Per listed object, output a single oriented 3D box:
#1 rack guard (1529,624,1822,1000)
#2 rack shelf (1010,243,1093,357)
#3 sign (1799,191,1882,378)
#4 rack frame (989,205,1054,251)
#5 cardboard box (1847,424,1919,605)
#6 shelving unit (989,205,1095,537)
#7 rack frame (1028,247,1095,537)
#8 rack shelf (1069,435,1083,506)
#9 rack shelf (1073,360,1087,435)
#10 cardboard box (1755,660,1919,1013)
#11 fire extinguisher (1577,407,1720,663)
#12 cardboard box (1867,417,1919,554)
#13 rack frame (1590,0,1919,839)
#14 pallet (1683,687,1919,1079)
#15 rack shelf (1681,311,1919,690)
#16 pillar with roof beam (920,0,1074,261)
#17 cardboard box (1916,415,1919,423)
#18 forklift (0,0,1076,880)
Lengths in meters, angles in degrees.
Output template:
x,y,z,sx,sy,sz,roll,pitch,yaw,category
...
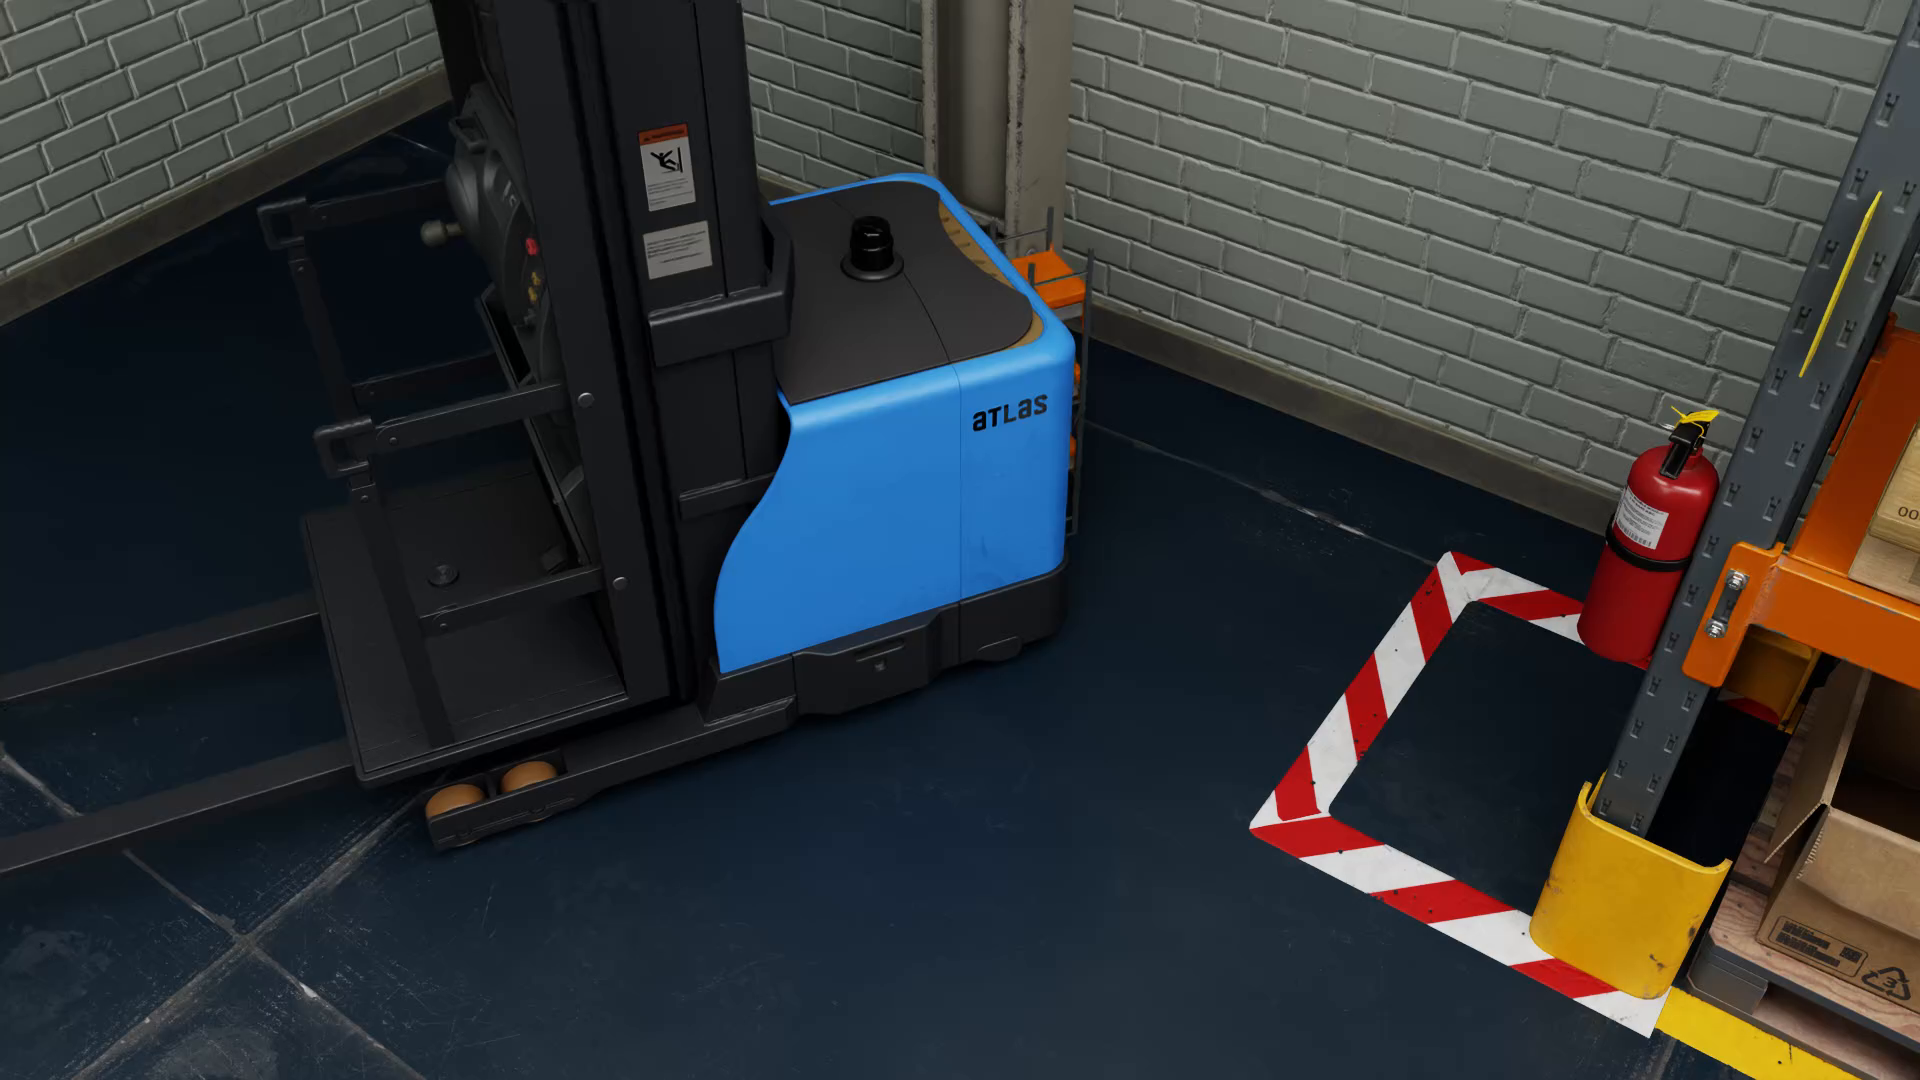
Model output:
x,y,z,sx,sy,sz,roll,pitch,yaw,category
1.873,0.555,4.255,0.348,0.500,1.175,25,48,25,rack guard
0.227,-0.663,4.794,0.215,0.259,0.240,-17,45,-18,rack shelf
1.499,-0.432,2.834,0.005,0.325,0.100,25,48,25,sign
0.176,-0.533,5.058,0.200,1.050,0.008,-17,45,-18,rack frame
1.922,-0.036,3.229,0.250,0.149,0.380,25,47,25,cardboard box
0.227,-0.459,4.976,0.215,1.050,0.252,-17,45,-18,shelving unit
0.278,-0.385,4.893,0.200,1.050,0.008,-17,45,-18,rack frame
0.227,-0.244,5.168,0.215,0.259,0.240,-17,45,-18,rack shelf
0.227,-0.451,4.983,0.215,0.259,0.240,-17,45,-18,rack shelf
2.257,0.654,3.826,0.637,0.503,0.797,23,47,24,cardboard box
1.425,-0.042,3.385,0.183,0.674,0.296,25,48,25,fire extinguisher
2.027,-0.140,3.046,0.500,0.250,0.500,25,48,26,cardboard box
1.810,-0.405,3.454,0.127,3.000,1.000,25,48,25,rack frame
2.526,0.968,4.010,1.213,0.211,1.003,25,48,25,pallet
3.448,0.628,2.838,4.000,0.370,1.077,25,48,25,rack shelf
-2.352,-1.815,0.530,0.400,9.000,9.100,25,48,25,pillar with roof beam
2.236,-0.331,3.559,0.250,0.149,0.380,25,47,25,cardboard box
-1.252,-0.694,3.828,3.031,2.935,1.130,-17,44,-18,forklift
